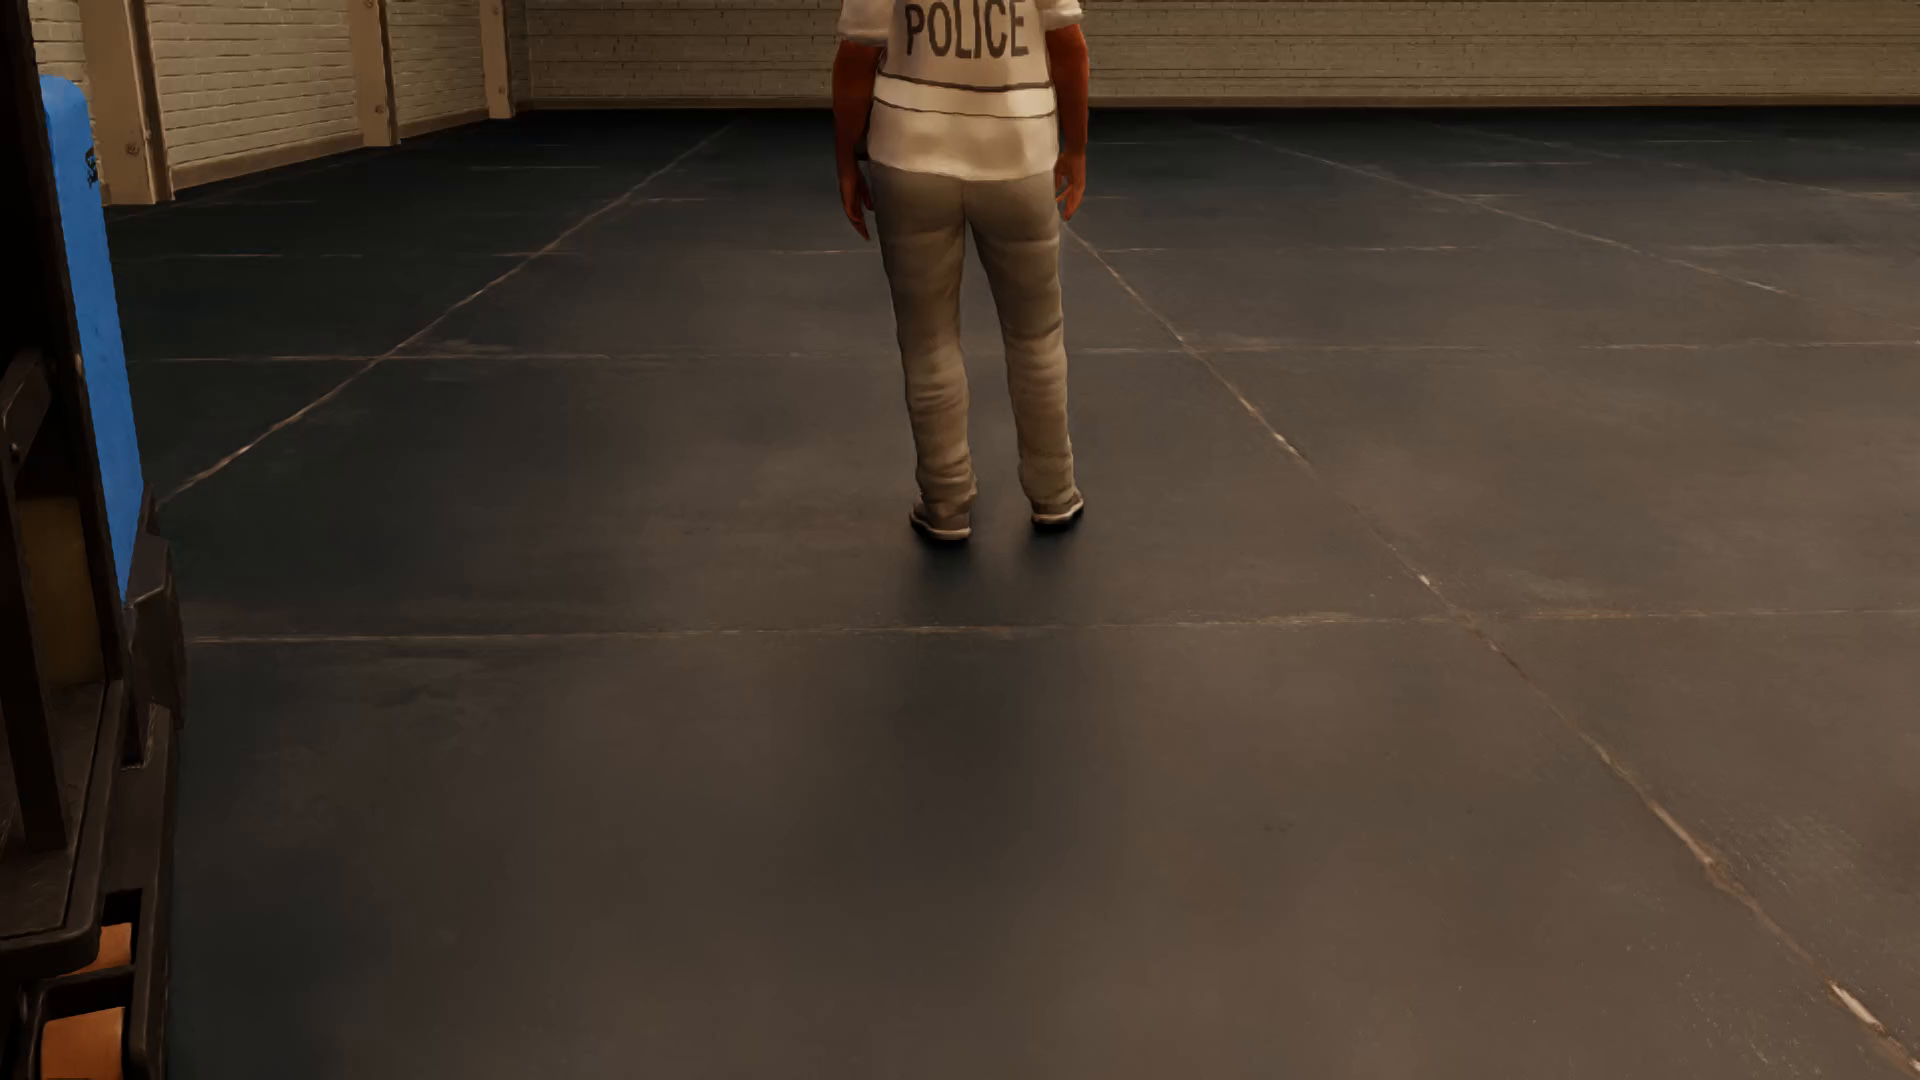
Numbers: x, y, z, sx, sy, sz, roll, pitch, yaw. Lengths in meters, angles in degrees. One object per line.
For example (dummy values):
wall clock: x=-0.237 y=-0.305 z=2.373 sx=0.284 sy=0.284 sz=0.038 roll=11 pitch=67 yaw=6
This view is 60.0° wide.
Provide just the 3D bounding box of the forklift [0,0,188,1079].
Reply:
forklift: x=-1.481 y=-0.766 z=1.412 sx=1.130 sy=2.935 sz=3.031 roll=-7 pitch=18 yaw=-22

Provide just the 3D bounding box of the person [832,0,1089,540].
person: x=0.019 y=-0.826 z=3.746 sx=0.598 sy=1.669 sz=0.529 roll=-1 pitch=17 yaw=-3
